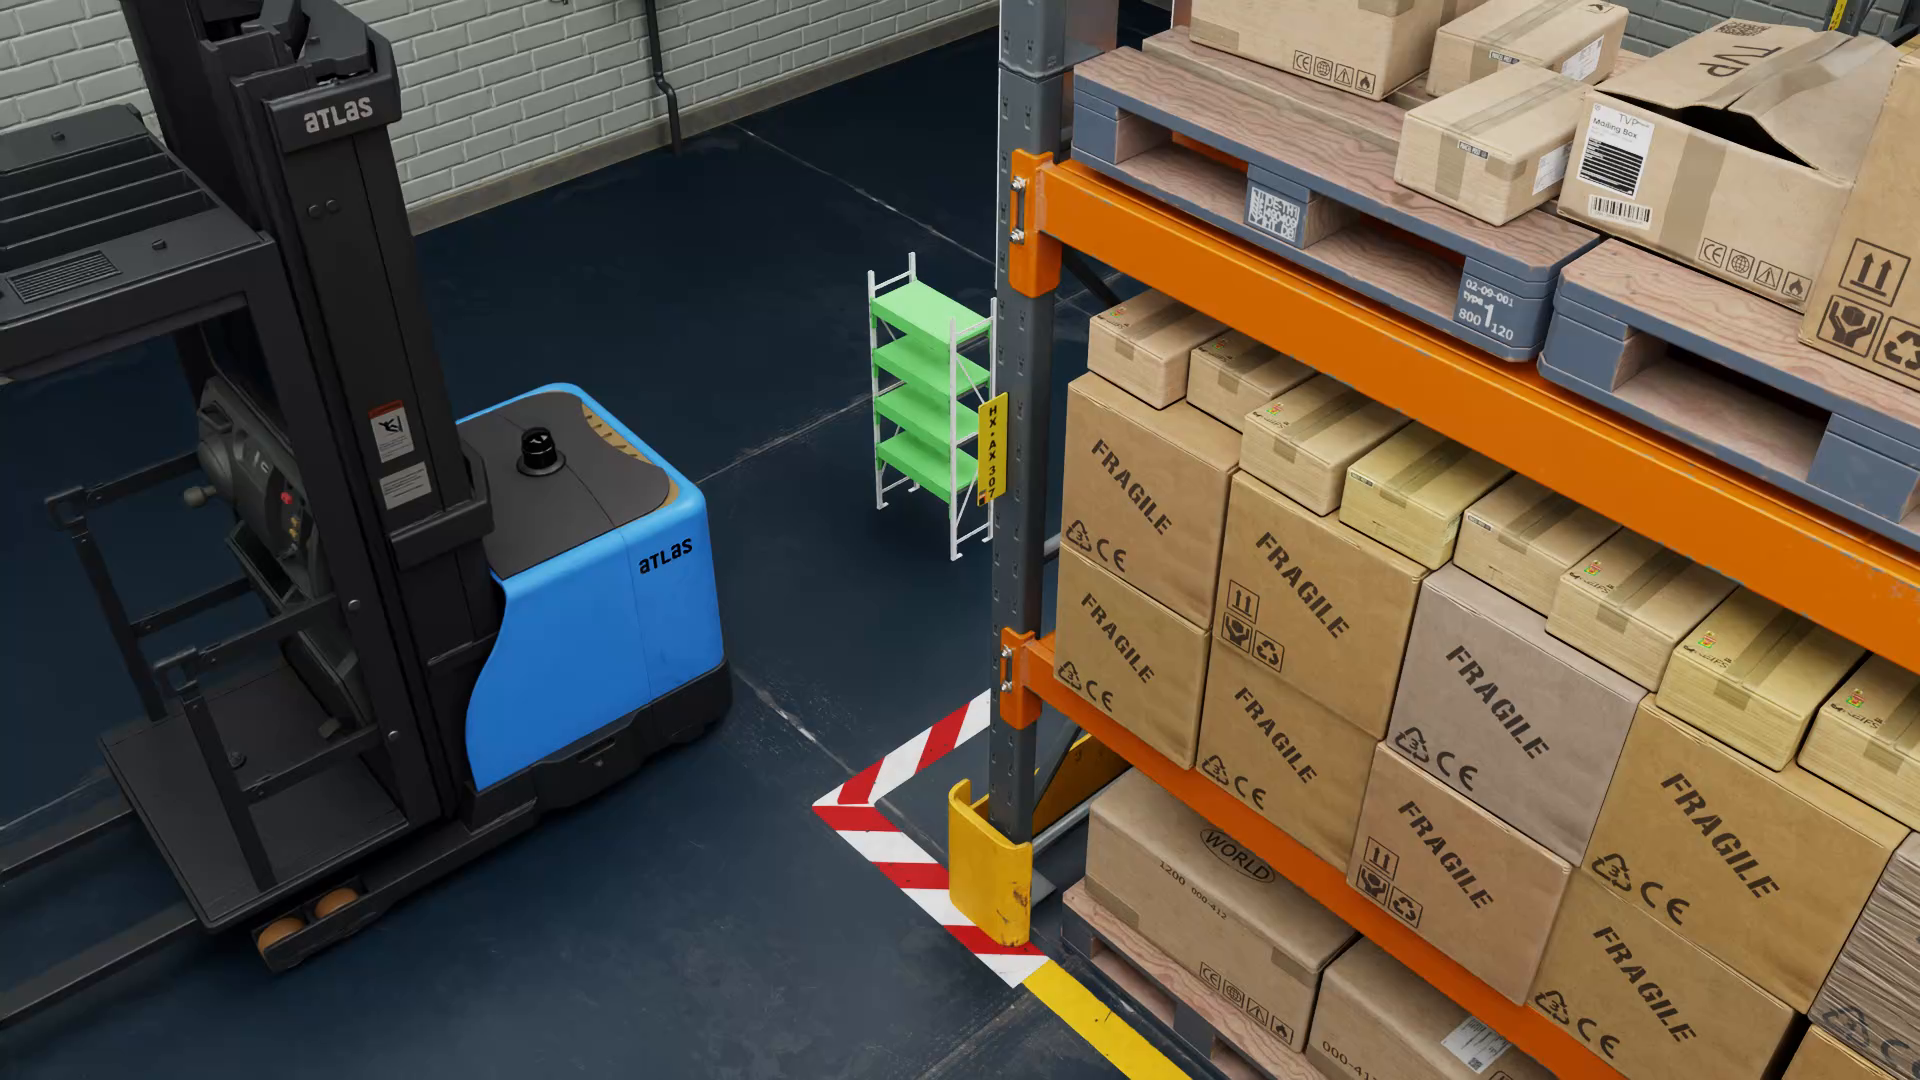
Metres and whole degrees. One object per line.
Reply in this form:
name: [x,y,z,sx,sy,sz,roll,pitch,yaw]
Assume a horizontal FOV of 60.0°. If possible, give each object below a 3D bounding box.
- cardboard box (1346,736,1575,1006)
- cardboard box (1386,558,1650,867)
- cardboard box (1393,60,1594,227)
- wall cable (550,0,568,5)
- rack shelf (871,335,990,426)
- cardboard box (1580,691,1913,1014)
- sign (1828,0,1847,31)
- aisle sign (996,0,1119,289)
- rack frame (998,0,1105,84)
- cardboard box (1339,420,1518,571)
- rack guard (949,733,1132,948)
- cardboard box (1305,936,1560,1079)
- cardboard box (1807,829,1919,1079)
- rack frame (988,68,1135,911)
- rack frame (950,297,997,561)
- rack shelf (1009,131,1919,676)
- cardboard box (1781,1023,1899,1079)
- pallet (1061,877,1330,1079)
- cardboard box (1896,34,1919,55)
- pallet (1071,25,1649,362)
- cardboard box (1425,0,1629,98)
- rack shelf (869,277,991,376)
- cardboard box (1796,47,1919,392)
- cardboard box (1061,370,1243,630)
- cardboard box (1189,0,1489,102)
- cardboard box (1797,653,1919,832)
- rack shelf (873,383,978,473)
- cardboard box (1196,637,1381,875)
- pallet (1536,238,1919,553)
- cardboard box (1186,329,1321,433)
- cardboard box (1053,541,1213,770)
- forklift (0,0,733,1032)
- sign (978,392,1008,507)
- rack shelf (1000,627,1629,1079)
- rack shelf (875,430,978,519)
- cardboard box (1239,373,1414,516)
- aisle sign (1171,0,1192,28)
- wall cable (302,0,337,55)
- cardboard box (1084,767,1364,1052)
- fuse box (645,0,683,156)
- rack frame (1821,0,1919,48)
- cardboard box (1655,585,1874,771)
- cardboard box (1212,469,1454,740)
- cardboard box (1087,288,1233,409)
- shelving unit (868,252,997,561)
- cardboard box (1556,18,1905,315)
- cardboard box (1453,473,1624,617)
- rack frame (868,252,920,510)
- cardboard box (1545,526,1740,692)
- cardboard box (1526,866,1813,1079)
cardboard box: [1.305,0.668,3.956,0.500,0.500,0.500,-30,48,-32]
cardboard box: [1.322,0.284,3.636,0.500,0.500,0.500,-30,48,-32]
cardboard box: [1.065,-0.773,3.219,0.380,0.149,0.250,-28,47,-30]
wall cable: [-2.295,-3.706,8.643,0.588,1.984,0.122,-30,48,-32]
rack shelf: [-0.112,-0.680,6.857,0.258,0.148,0.480,-30,48,-32]
cardboard box: [1.660,0.514,3.351,0.500,0.500,0.500,-30,48,-32]
sign: [3.753,-2.320,7.046,0.100,0.325,0.005,-30,48,-32]
aisle sign: [0.237,-1.024,4.062,0.394,0.787,0.004,-30,48,-32]
rack frame: [0.499,-2.437,3.105,1.000,3.000,0.127,-30,48,-32]
cardboard box: [1.047,-0.127,3.628,0.380,0.149,0.250,-32,49,-33]
rack guard: [0.483,0.859,5.789,1.175,0.500,0.348,-30,48,-32]
cardboard box: [1.644,1.414,4.817,0.875,0.438,0.875,-29,47,-31]
cardboard box: [1.993,0.750,3.059,0.500,0.500,0.500,-29,47,-31]
rack frame: [0.499,-0.103,4.990,1.000,3.000,0.127,-30,48,-32]
rack frame: [0.053,-0.430,6.828,0.240,1.200,0.015,-30,48,-32]
rack shelf: [1.852,-0.064,3.127,1.077,0.370,4.000,-30,48,-32]
cardboard box: [1.999,1.141,3.370,0.500,0.500,0.500,-31,48,-32]
pallet: [1.097,1.319,5.449,1.003,0.211,1.213,-30,48,-32]
cardboard box: [4.261,-1.947,7.156,0.500,0.250,0.500,-30,47,-32]
pallet: [1.008,-0.896,3.656,1.003,0.211,1.213,-30,48,-32]
cardboard box: [1.212,-1.044,3.554,0.250,0.149,0.380,30,48,32]
rack shelf: [-0.112,-0.867,6.706,0.258,0.148,0.480,-30,48,-32]
cardboard box: [1.752,-0.514,2.619,0.500,0.500,0.500,-29,47,-31]
cardboard box: [0.614,-0.187,4.219,0.500,0.500,0.500,-31,48,-33]
cardboard box: [0.870,-1.244,3.721,0.500,0.250,0.500,30,47,31]
cardboard box: [1.766,0.335,3.056,0.380,0.149,0.250,-30,48,-32]
rack shelf: [-0.112,-0.494,7.008,0.258,0.148,0.480,-30,48,-32]
cardboard box: [0.975,0.425,4.257,0.500,0.500,0.500,-31,48,-32]
pallet: [1.838,-0.332,2.956,1.003,0.211,1.213,-30,48,-32]
cardboard box: [0.765,-0.410,3.979,0.380,0.149,0.250,-29,47,-31]
cardboard box: [0.612,0.202,4.532,0.500,0.500,0.500,-30,48,-32]
forklift: [-2.324,-0.101,5.043,3.031,2.935,1.130,-28,46,-30]
sign: [0.086,-0.237,4.404,0.100,0.325,0.005,-30,48,-32]
rack shelf: [1.852,1.103,4.070,1.077,0.370,4.000,-30,48,-32]
rack shelf: [-0.112,-0.307,7.159,0.258,0.148,0.480,-30,48,-32]
cardboard box: [0.856,-0.241,3.769,0.380,0.149,0.250,-28,47,-31]
aisle sign: [0.679,-1.279,4.377,0.394,0.787,0.004,-30,48,-32]
wall cable: [-3.332,-3.110,7.880,0.585,1.953,0.123,-30,48,-32]
cardboard box: [1.019,0.994,5.337,0.875,0.438,0.875,-32,49,-33]
fuse box: [-1.686,-3.026,9.635,0.539,1.711,0.414,-30,48,-32]
rack frame: [4.153,-2.214,7.604,1.000,3.000,0.127,-30,48,-32]
cardboard box: [1.553,0.235,3.181,0.380,0.149,0.250,-31,48,-33]
cardboard box: [0.968,0.049,3.927,0.500,0.500,0.500,-31,48,-33]
cardboard box: [0.535,-0.501,4.091,0.380,0.149,0.250,-29,47,-31]
shelving unit: [-0.112,-0.543,6.968,0.258,1.200,0.503,-30,48,-32]
cardboard box: [1.474,-0.723,3.028,0.500,0.311,0.500,-29,47,-31]
cardboard box: [1.264,-0.028,3.505,0.380,0.149,0.250,-29,47,-31]
rack frame: [-0.277,-0.656,7.108,0.240,1.200,0.015,-30,48,-32]
cardboard box: [1.402,0.106,3.340,0.380,0.149,0.250,-30,47,-31]
cardboard box: [1.657,0.893,3.678,0.500,0.500,0.500,-28,47,-30]
